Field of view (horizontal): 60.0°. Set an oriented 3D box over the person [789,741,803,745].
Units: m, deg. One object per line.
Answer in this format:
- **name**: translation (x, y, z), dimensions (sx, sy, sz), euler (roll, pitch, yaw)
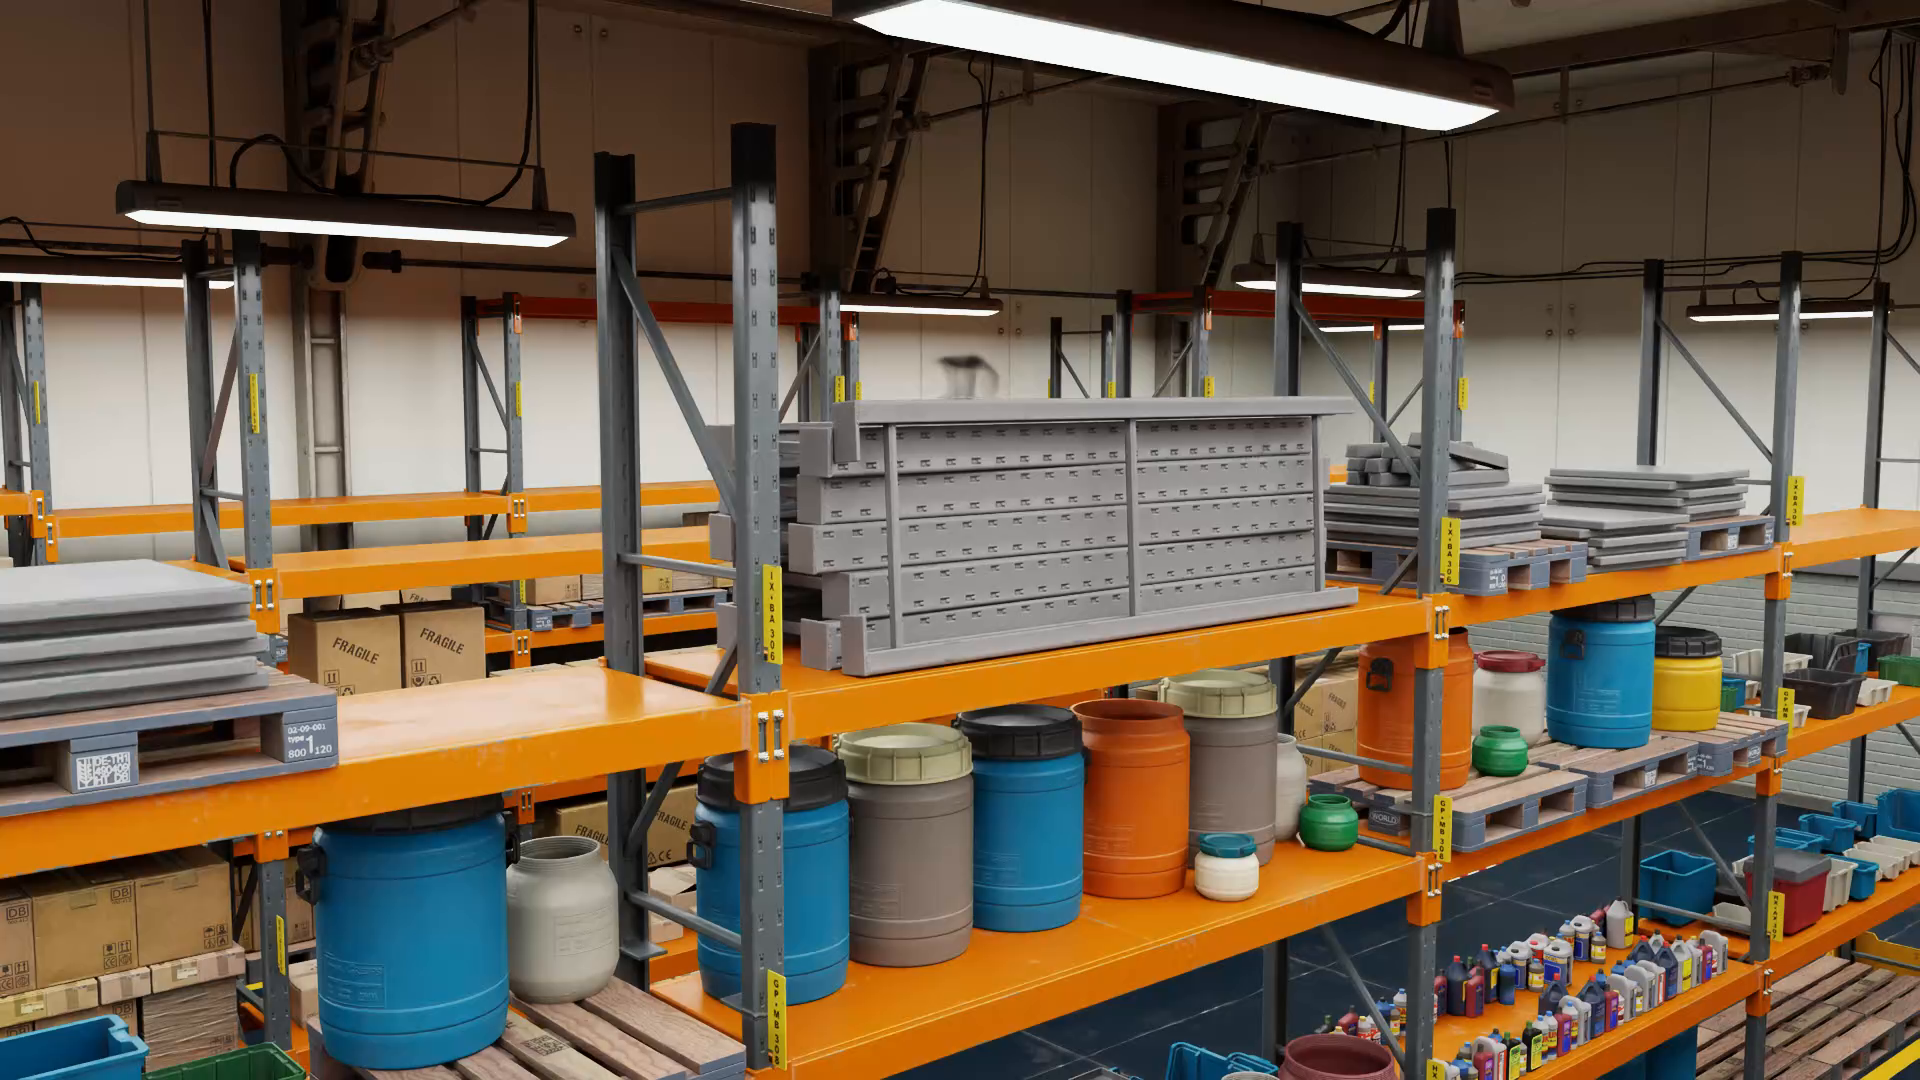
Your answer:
- **person**: translation (-1.531, 2.770, 16.645), dimensions (0.602, 1.656, 0.889), euler (5, 7, 41)
